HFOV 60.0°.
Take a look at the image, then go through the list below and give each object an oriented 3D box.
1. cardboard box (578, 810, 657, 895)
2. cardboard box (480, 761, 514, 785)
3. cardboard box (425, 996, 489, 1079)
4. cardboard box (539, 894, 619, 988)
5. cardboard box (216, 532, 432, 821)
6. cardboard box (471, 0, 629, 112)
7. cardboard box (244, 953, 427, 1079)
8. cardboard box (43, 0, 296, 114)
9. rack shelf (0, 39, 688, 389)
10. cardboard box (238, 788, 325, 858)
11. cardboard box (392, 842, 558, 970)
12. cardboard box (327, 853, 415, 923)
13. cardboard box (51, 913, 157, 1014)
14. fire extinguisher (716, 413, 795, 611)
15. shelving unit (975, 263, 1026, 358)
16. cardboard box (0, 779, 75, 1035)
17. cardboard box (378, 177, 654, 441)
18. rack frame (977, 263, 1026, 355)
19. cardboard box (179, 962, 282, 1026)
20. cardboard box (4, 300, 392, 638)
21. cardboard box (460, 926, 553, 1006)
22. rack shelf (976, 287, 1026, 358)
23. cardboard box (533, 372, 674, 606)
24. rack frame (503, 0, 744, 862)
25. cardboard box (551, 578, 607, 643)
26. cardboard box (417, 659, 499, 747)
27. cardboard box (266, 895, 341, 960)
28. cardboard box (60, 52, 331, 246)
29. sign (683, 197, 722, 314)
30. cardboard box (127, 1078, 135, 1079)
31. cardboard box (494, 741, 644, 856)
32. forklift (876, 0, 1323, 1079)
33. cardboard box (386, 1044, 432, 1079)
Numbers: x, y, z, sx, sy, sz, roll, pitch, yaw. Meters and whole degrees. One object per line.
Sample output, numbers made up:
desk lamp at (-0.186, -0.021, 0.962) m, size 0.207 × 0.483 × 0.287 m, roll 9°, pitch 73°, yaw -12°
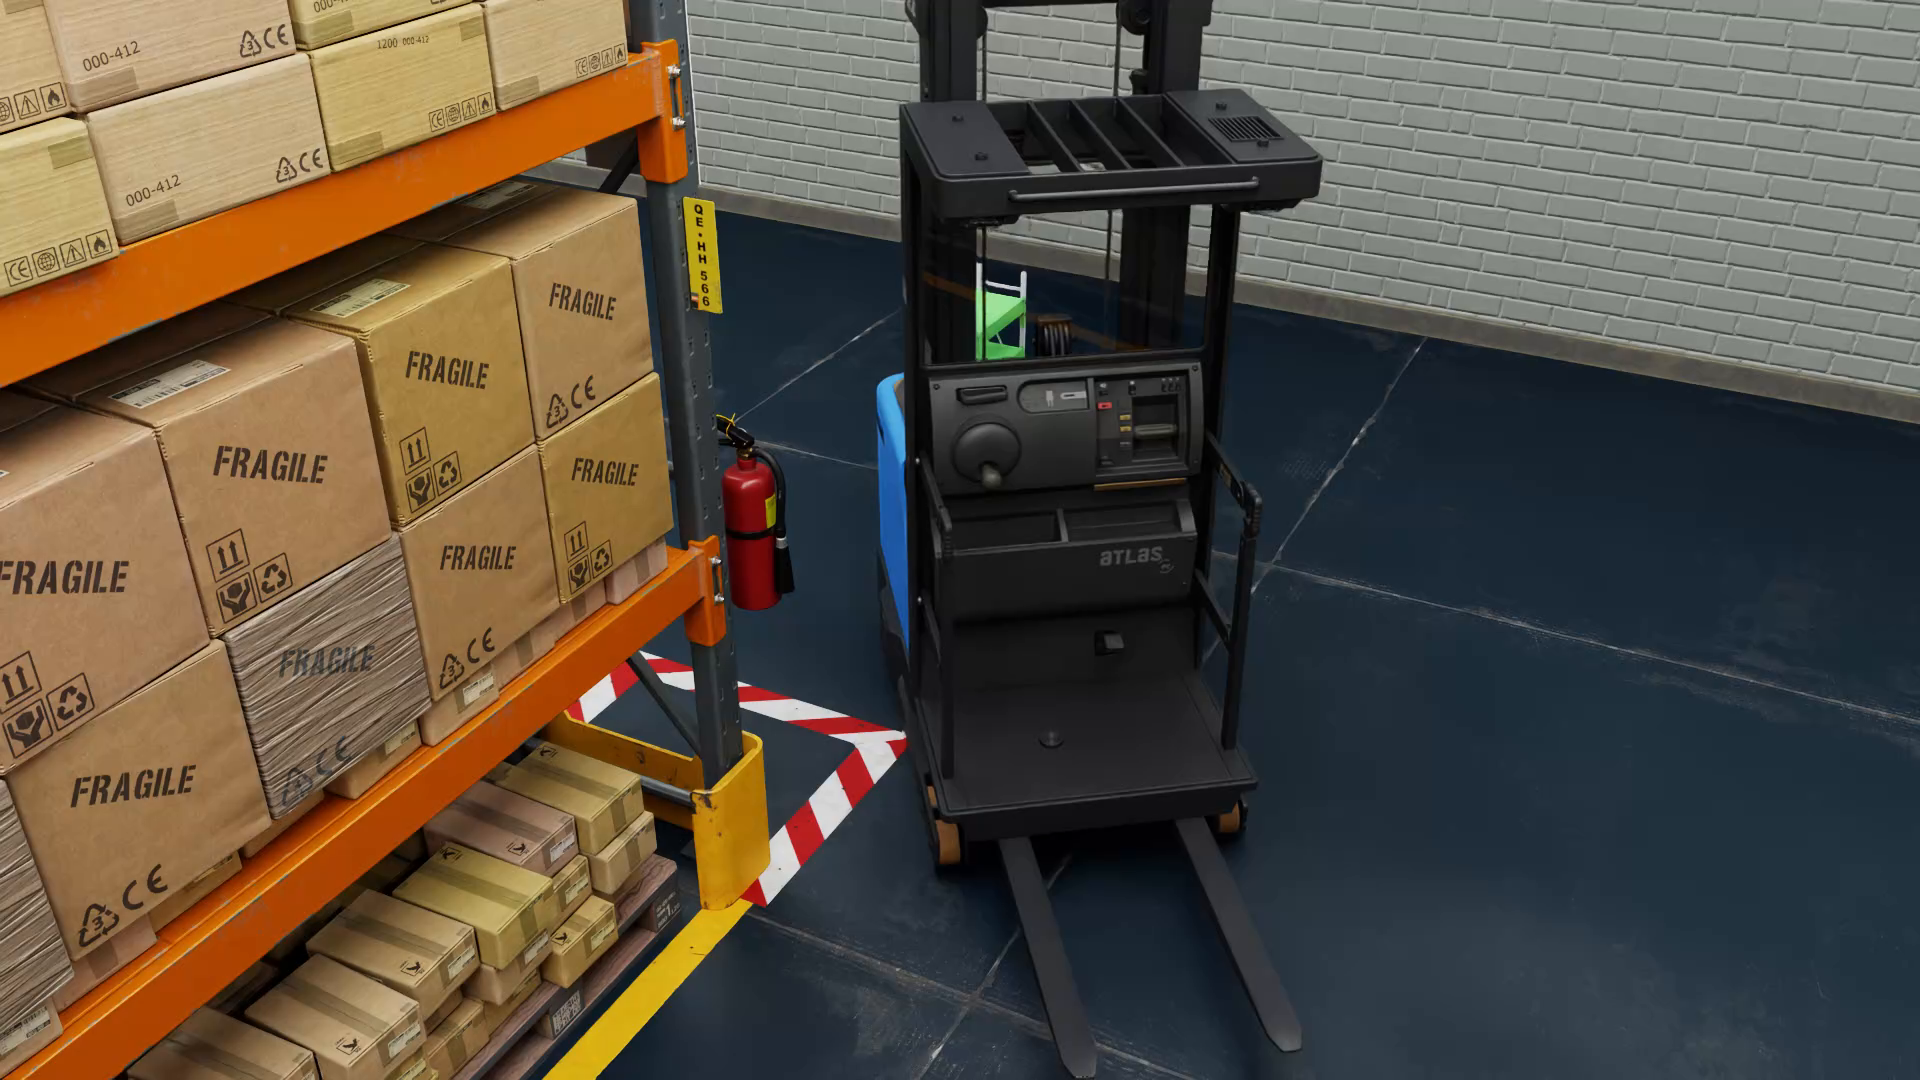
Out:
cardboard box at (-1.188, 0.937, 5.249) m, size 0.380 × 0.149 × 0.250 m, roll 13°, pitch 32°, yaw 22°
cardboard box at (-1.669, 0.812, 5.466) m, size 0.380 × 0.149 × 0.250 m, roll 16°, pitch 33°, yaw 25°
cardboard box at (-1.581, 1.395, 4.750) m, size 0.380 × 0.149 × 0.250 m, roll 15°, pitch 33°, yaw 24°
cardboard box at (-1.283, 1.185, 5.115) m, size 0.380 × 0.149 × 0.250 m, roll 15°, pitch 33°, yaw 25°
cardboard box at (-1.639, 0.252, 3.899) m, size 0.500 × 0.500 × 0.500 m, roll 14°, pitch 33°, yaw 23°
cardboard box at (-1.173, -1.261, 4.072) m, size 0.500 × 0.250 × 0.500 m, roll 14°, pitch 33°, yaw 22°
cardboard box at (-1.635, 1.276, 4.360) m, size 0.380 × 0.149 × 0.250 m, roll 16°, pitch 33°, yaw 25°
cardboard box at (-1.652, -1.024, 3.158) m, size 0.500 × 0.250 × 0.500 m, roll 15°, pitch 33°, yaw 24°
rack shelf at (-2.113, -0.389, 3.126) m, size 1.077 × 0.370 × 4.000 m, roll 14°, pitch 33°, yaw 23°
cardboard box at (-1.764, 0.582, 3.977) m, size 0.380 × 0.149 × 0.250 m, roll 13°, pitch 32°, yaw 21°
cardboard box at (-1.387, 1.043, 4.764) m, size 0.380 × 0.149 × 0.250 m, roll 14°, pitch 33°, yaw 22°
cardboard box at (-1.876, 1.050, 5.053) m, size 0.380 × 0.149 × 0.250 m, roll 15°, pitch 33°, yaw 24°
cardboard box at (-1.966, 0.820, 3.563) m, size 0.380 × 0.149 × 0.250 m, roll 16°, pitch 33°, yaw 25°
fire extinguisher at (-0.676, -0.099, 5.362) m, size 0.296 × 0.674 × 0.183 m, roll 14°, pitch 33°, yaw 23°
shelving unit at (0.075, -0.594, 7.579) m, size 0.258 × 1.200 × 0.503 m, roll 14°, pitch 33°, yaw 23°
cardboard box at (-2.093, 0.716, 3.093) m, size 0.500 × 0.500 × 0.500 m, roll 14°, pitch 33°, yaw 22°
cardboard box at (-1.188, -0.634, 4.438) m, size 0.500 × 0.500 × 0.500 m, roll 14°, pitch 33°, yaw 22°
rack frame at (0.187, -0.702, 7.767) m, size 0.240 × 1.200 × 0.015 m, roll 14°, pitch 33°, yaw 23°
cardboard box at (-2.126, 1.278, 4.655) m, size 0.380 × 0.149 × 0.250 m, roll 13°, pitch 32°, yaw 21°
cardboard box at (-1.648, -0.176, 3.642) m, size 0.500 × 0.500 × 0.500 m, roll 16°, pitch 34°, yaw 26°
cardboard box at (-1.423, 1.168, 4.847) m, size 0.380 × 0.149 × 0.250 m, roll 13°, pitch 32°, yaw 21°
rack shelf at (0.075, -0.955, 7.372) m, size 0.258 × 0.148 × 0.480 m, roll 14°, pitch 33°, yaw 23°
cardboard box at (-1.177, -0.202, 4.690) m, size 0.500 × 0.500 × 0.500 m, roll 15°, pitch 33°, yaw 24°
rack frame at (-1.201, -0.287, 5.237) m, size 1.000 × 3.000 × 0.127 m, roll 14°, pitch 33°, yaw 23°
cardboard box at (-1.245, 0.132, 4.759) m, size 0.380 × 0.149 × 0.250 m, roll 14°, pitch 33°, yaw 23°
cardboard box at (-1.441, 0.365, 4.354) m, size 0.380 × 0.149 × 0.250 m, roll 15°, pitch 33°, yaw 25°
cardboard box at (-2.029, 1.025, 4.796) m, size 0.380 × 0.149 × 0.250 m, roll 13°, pitch 32°, yaw 21°
cardboard box at (-1.637, -0.816, 3.298) m, size 0.500 × 0.250 × 0.500 m, roll 16°, pitch 33°, yaw 25°
sign at (-0.717, -0.791, 4.636) m, size 0.100 × 0.325 × 0.005 m, roll 14°, pitch 33°, yaw 23°
cardboard box at (-1.948, 1.490, 3.987) m, size 0.380 × 0.149 × 0.250 m, roll 14°, pitch 33°, yaw 24°
cardboard box at (-1.217, 0.801, 5.186) m, size 0.380 × 0.149 × 0.250 m, roll 15°, pitch 33°, yaw 24°
forklift at (0.399, -0.334, 5.389) m, size 1.130 × 2.935 × 3.031 m, roll -5°, pitch 30°, yaw -8°
cardboard box at (-1.647, 1.400, 4.442) m, size 0.380 × 0.149 × 0.250 m, roll 15°, pitch 33°, yaw 24°
